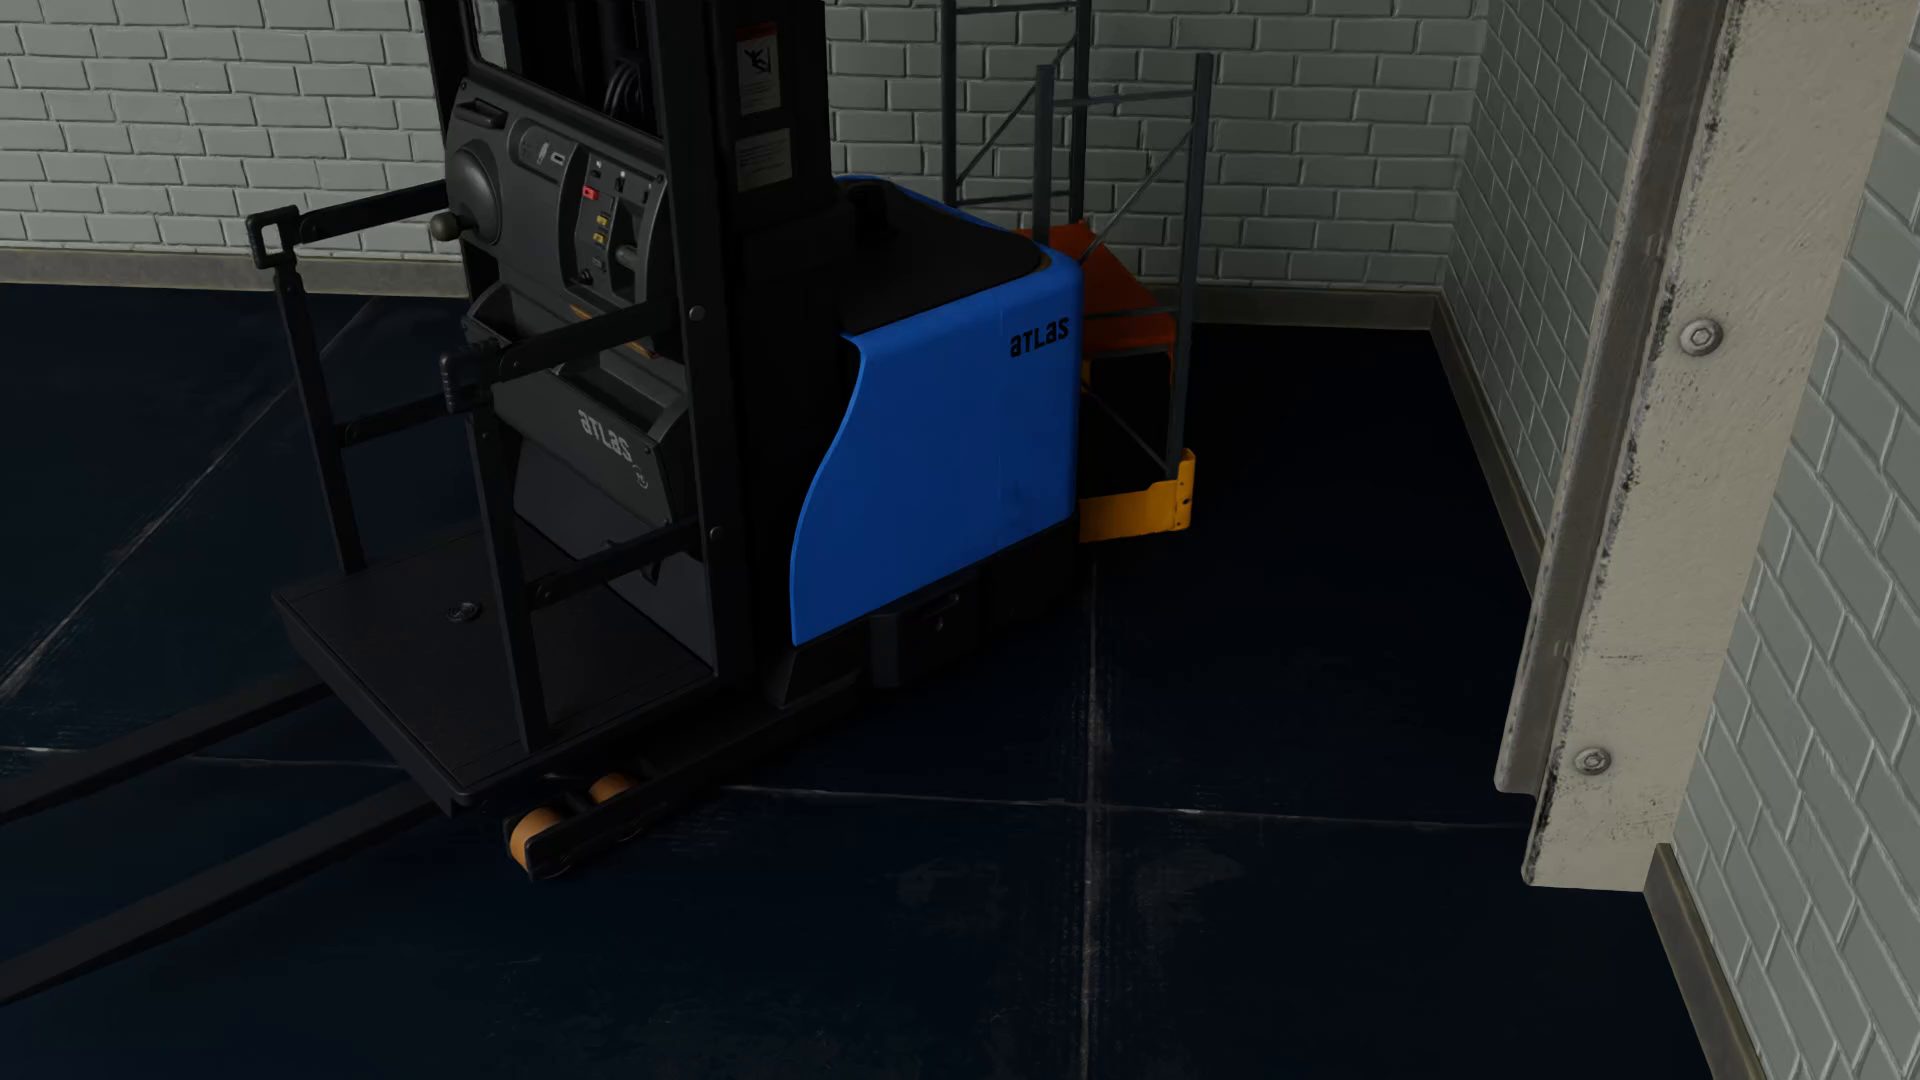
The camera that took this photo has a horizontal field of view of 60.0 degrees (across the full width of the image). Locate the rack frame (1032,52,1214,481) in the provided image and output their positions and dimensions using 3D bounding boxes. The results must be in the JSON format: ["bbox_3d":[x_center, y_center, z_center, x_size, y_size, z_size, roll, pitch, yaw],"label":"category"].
[{"bbox_3d":[0.448,-0.659,4.890,0.500,1.500,0.032,-8,33,-13],"label":"rack frame"}]

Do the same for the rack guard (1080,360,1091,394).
[{"bbox_3d":[0.189,-0.632,6.038,0.587,0.250,0.087,-8,33,-13],"label":"rack guard"}]

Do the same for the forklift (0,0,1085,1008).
[{"bbox_3d":[-1.093,-0.757,3.685,3.031,2.935,1.130,-25,39,-34],"label":"forklift"}]

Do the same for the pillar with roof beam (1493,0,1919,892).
[{"bbox_3d":[-2.786,-3.297,2.023,9.100,9.000,0.400,2,32,4],"label":"pillar with roof beam"}]

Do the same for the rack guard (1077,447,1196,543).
[{"bbox_3d":[0.448,-0.128,5.219,0.587,0.250,0.087,-8,33,-13],"label":"rack guard"}]

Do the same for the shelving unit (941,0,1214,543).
[{"bbox_3d":[0.319,-0.912,5.300,0.587,1.500,1.083,-8,33,-13],"label":"shelving unit"}]

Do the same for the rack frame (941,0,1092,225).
[{"bbox_3d":[0.184,-1.174,5.726,0.500,1.500,0.032,-8,33,-13],"label":"rack frame"}]

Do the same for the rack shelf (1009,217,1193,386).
[{"bbox_3d":[0.316,-0.764,5.402,0.538,0.185,1.000,-8,33,-13],"label":"rack shelf"}]
